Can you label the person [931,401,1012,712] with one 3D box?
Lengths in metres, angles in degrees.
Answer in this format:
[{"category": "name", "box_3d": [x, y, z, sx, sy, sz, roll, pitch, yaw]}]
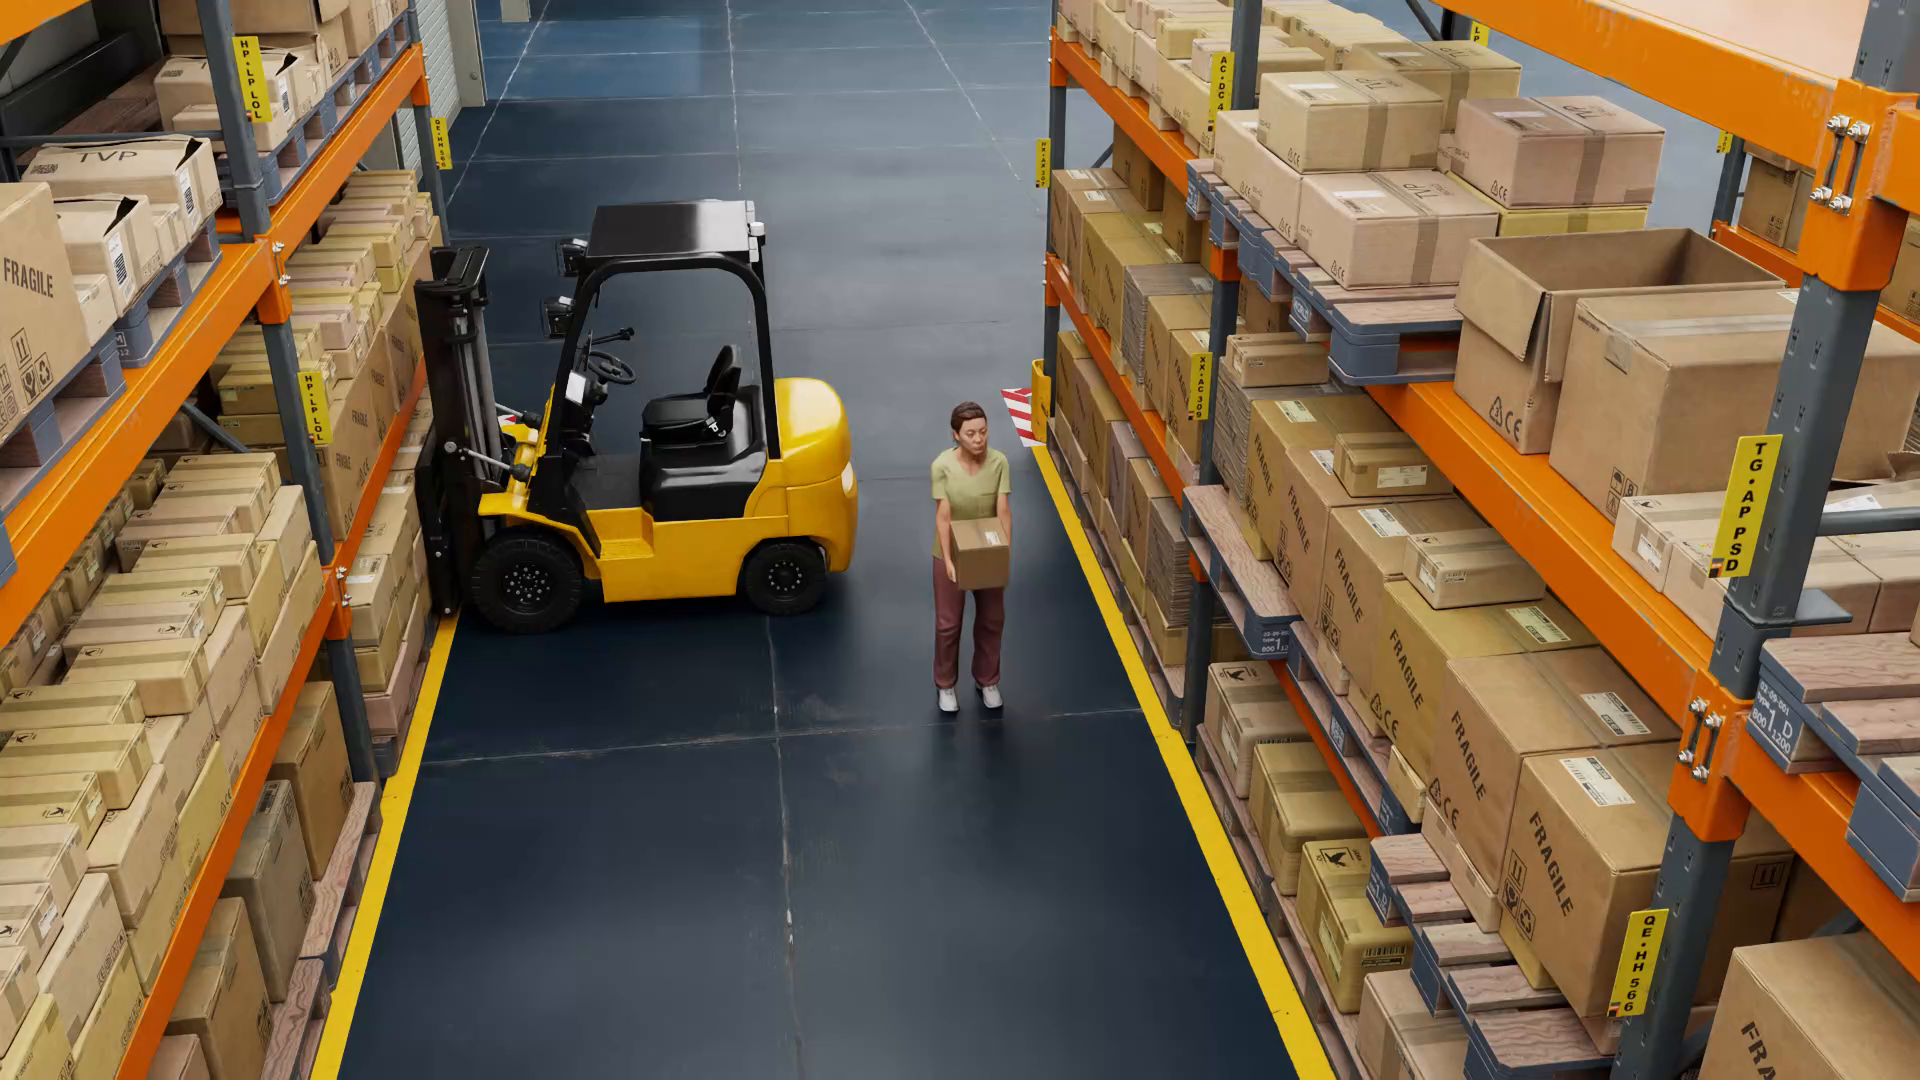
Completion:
[{"category": "person", "box_3d": [0.064, 0.121, 8.398, 0.406, 1.668, 0.517, -5, 28, -10]}]
